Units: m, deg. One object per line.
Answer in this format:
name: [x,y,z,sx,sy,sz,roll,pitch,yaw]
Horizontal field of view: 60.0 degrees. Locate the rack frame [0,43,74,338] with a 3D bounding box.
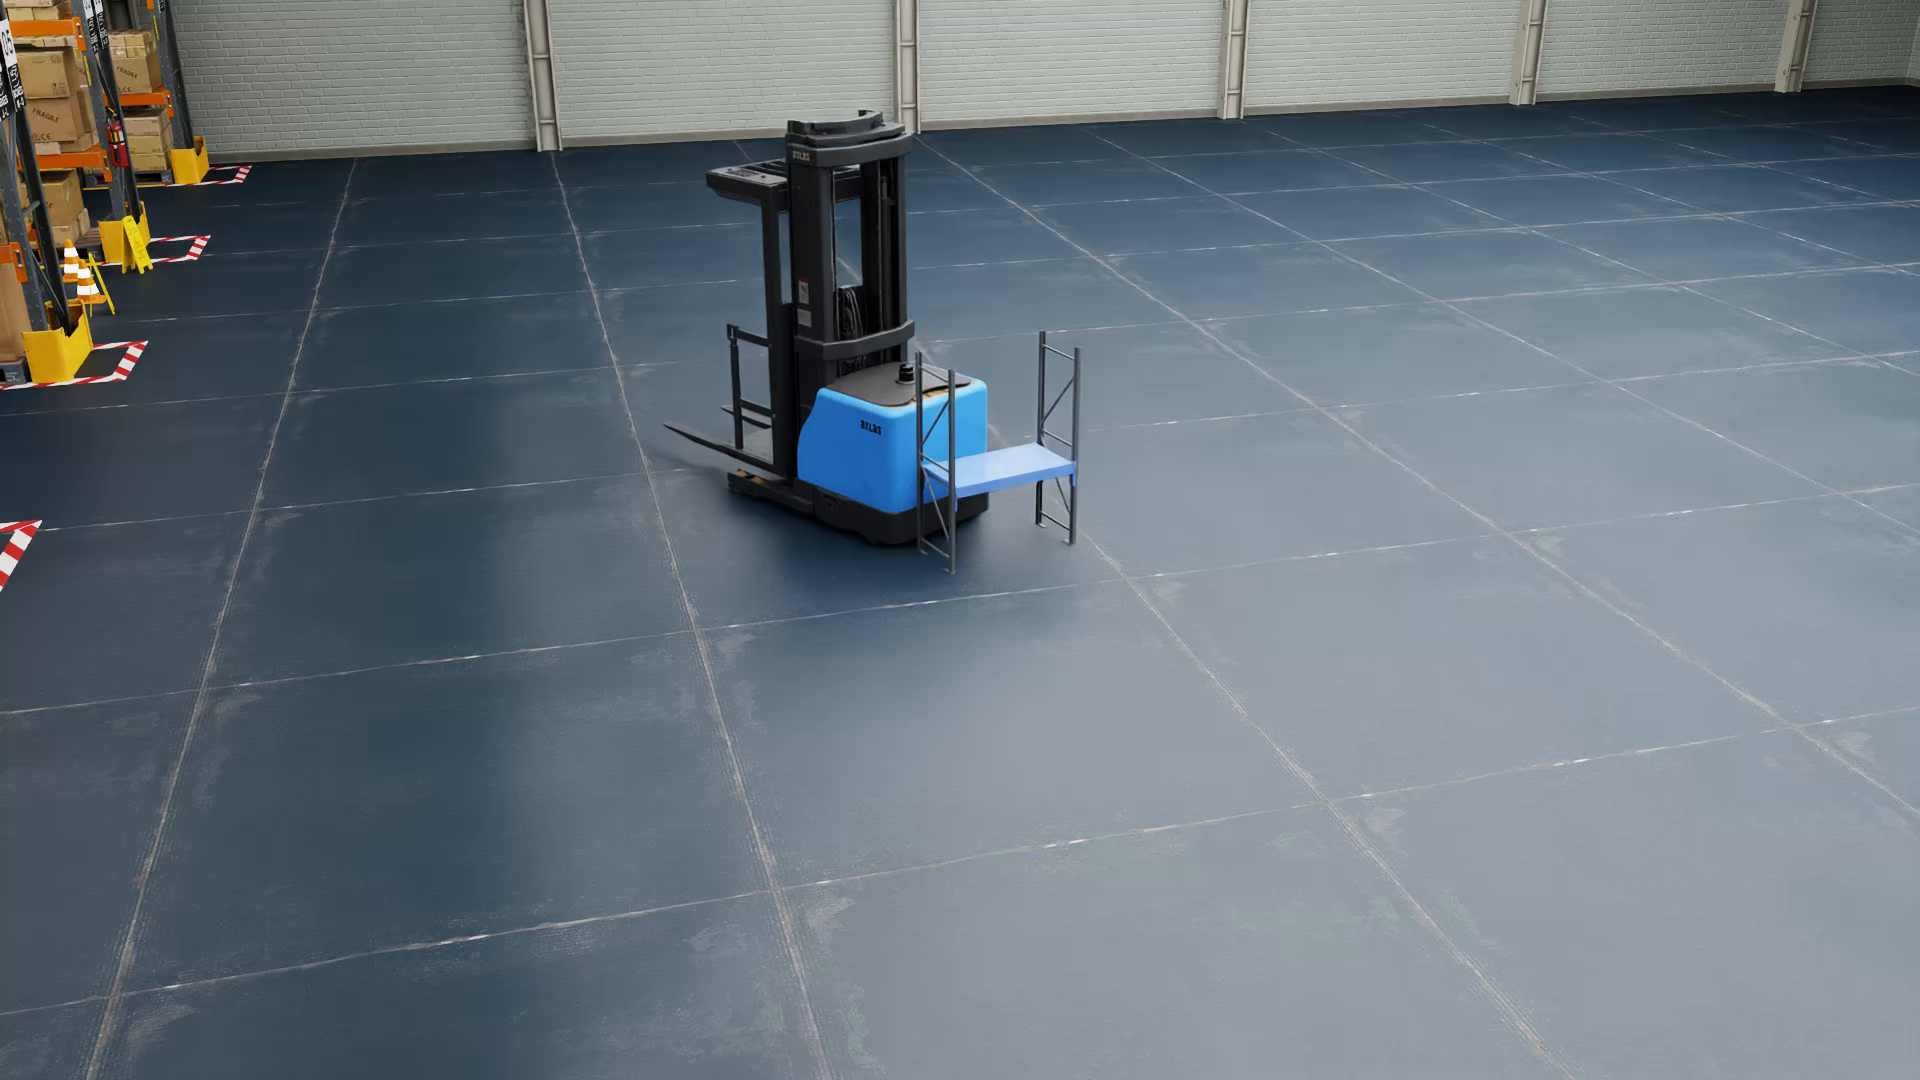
rack frame: [-8.764,-3.081,15.625,0.127,3.000,1.000,-6,24,-14]

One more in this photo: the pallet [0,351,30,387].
pallet: [-9.513,-1.684,15.907,1.213,0.211,1.003,-6,24,-14]

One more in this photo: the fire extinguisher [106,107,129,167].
fire extinguisher: [-9.964,-4.751,19.616,0.183,0.674,0.296,-6,24,-14]

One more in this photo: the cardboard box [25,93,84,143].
cardboard box: [-10.647,-4.969,19.523,0.500,0.500,0.500,-7,24,-15]

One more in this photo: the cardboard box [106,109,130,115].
cardboard box: [-12.537,-6.188,24.554,0.500,0.250,0.500,-6,24,-14]

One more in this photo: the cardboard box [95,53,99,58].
cardboard box: [-12.306,-6.991,23.790,0.250,0.149,0.380,-6,24,-13]

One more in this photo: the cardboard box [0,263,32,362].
cardboard box: [-9.400,-2.200,15.735,0.875,0.875,0.875,-6,24,-14]

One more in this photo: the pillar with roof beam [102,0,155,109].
pillar with roof beam: [-11.294,-8.224,20.004,0.400,9.000,9.100,-6,24,-14]

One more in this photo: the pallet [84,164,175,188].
pallet: [-12.268,-5.454,24.694,1.213,0.211,1.003,-6,24,-14]

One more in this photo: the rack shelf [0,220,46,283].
rack shelf: [-10.690,-2.537,15.271,4.000,0.370,1.077,-6,24,-14]

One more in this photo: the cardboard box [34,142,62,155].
cardboard box: [-10.715,-4.643,19.586,0.250,0.149,0.380,-7,24,-15]

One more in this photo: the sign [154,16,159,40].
sign: [-11.410,-7.267,23.613,0.005,0.325,0.100,-6,24,-14]

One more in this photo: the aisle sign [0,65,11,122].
aisle sign: [-8.615,-4.169,14.865,0.004,0.787,0.394,-6,24,-14]

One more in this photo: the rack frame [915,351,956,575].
rack frame: [-0.171,-0.530,11.582,0.032,1.500,0.500,-13,26,-28]

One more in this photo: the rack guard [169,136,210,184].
rack guard: [-11.520,-5.687,24.870,0.348,0.500,1.175,-6,24,-14]

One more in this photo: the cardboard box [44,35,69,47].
cardboard box: [-12.786,-7.051,23.553,0.250,0.149,0.380,-6,24,-13]

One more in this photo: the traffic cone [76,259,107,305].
traffic cone: [-9.637,-2.863,18.334,0.334,0.463,0.336,-6,24,-14]

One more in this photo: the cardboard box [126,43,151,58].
cardboard box: [-11.801,-7.034,23.889,0.250,0.149,0.380,-6,24,-14]

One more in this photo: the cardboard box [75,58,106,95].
cardboard box: [-12.448,-6.675,23.876,0.500,0.500,0.500,-6,24,-13]

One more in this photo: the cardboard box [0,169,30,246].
cardboard box: [-9.110,-3.093,15.464,0.550,0.550,0.875,-6,24,-14]

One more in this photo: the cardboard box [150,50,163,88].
cardboard box: [-12.095,-6.932,24.474,0.500,0.500,0.500,-6,24,-13]

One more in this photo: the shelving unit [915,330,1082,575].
shelving unit: [0.269,-0.631,11.818,1.048,1.500,0.538,-13,26,-28]

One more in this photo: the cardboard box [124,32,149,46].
cardboard box: [-11.831,-7.196,23.889,0.250,0.149,0.380,-6,24,-14]

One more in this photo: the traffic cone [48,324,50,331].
traffic cone: [-9.659,-2.397,17.250,0.334,0.463,0.336,-6,24,-14]

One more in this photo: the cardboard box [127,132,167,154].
cardboard box: [-11.928,-5.822,24.334,0.500,0.250,0.500,-7,24,-15]

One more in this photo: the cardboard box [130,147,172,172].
cardboard box: [-11.910,-5.593,24.434,0.500,0.250,0.500,-6,24,-14]

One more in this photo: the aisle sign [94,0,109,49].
aisle sign: [-10.223,-6.268,19.757,0.004,0.787,0.394,-6,24,-14]

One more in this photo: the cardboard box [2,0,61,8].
cardboard box: [-10.619,-6.239,18.994,0.500,0.250,0.500,-7,24,-15]

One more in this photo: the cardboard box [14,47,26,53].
cardboard box: [-11.121,-5.403,19.266,0.500,0.500,0.700,-6,24,-14]

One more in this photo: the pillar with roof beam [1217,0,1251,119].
pillar with roof beam: [6.037,-10.141,24.472,0.400,9.000,9.100,-6,24,-14]

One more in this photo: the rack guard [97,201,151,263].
rack guard: [-10.272,-3.792,20.454,0.348,0.500,1.175,-6,24,-14]

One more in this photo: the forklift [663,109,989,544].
forklift: [-1.187,-1.797,12.721,3.031,2.935,1.130,21,31,40]

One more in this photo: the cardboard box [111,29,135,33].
cardboard box: [-12.197,-7.355,24.260,0.250,0.149,0.380,-5,24,-13]

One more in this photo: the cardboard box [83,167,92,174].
cardboard box: [-12.876,-5.493,24.203,0.500,0.250,0.500,-6,24,-14]

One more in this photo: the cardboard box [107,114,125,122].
cardboard box: [-12.392,-5.998,24.111,0.500,0.250,0.500,-6,24,-13]

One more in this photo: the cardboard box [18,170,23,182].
cardboard box: [-11.235,-4.272,19.584,0.250,0.149,0.380,-6,24,-13]

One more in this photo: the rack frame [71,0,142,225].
rack frame: [-10.199,-4.949,19.980,0.127,3.000,1.000,-6,24,-14]

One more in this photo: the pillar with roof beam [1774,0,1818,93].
pillar with roof beam: [17.591,-11.419,27.451,0.400,9.000,9.100,-6,24,-14]

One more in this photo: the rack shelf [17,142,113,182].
rack shelf: [-12.125,-4.405,19.625,4.000,0.370,1.077,-6,24,-14]

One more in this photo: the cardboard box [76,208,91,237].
cardboard box: [-11.050,-3.898,20.484,0.500,0.250,0.500,-7,24,-15]

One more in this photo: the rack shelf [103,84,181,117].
rack shelf: [-13.469,-6.290,24.016,4.000,0.370,1.077,-6,24,-14]

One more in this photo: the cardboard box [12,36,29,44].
cardboard box: [-13.307,-7.030,23.503,0.250,0.149,0.380,-6,24,-14]

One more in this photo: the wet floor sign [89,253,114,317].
wet floor sign: [-9.271,-2.753,17.849,0.232,0.644,0.267,-11,25,-23]

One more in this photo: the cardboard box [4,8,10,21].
cardboard box: [-10.963,-6.014,18.975,0.250,0.149,0.380,-6,24,-13]

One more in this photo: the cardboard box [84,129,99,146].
cardboard box: [-10.582,-4.876,20.128,0.250,0.149,0.380,-6,24,-14]

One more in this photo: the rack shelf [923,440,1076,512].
rack shelf: [0.269,-0.465,11.889,1.000,0.185,0.538,-13,26,-28]

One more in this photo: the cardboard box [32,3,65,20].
cardboard box: [-10.467,-6.068,19.102,0.250,0.149,0.380,-6,24,-14]

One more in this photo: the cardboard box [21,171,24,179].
cardboard box: [-11.575,-4.182,20.196,0.500,0.500,0.500,-7,24,-16]
